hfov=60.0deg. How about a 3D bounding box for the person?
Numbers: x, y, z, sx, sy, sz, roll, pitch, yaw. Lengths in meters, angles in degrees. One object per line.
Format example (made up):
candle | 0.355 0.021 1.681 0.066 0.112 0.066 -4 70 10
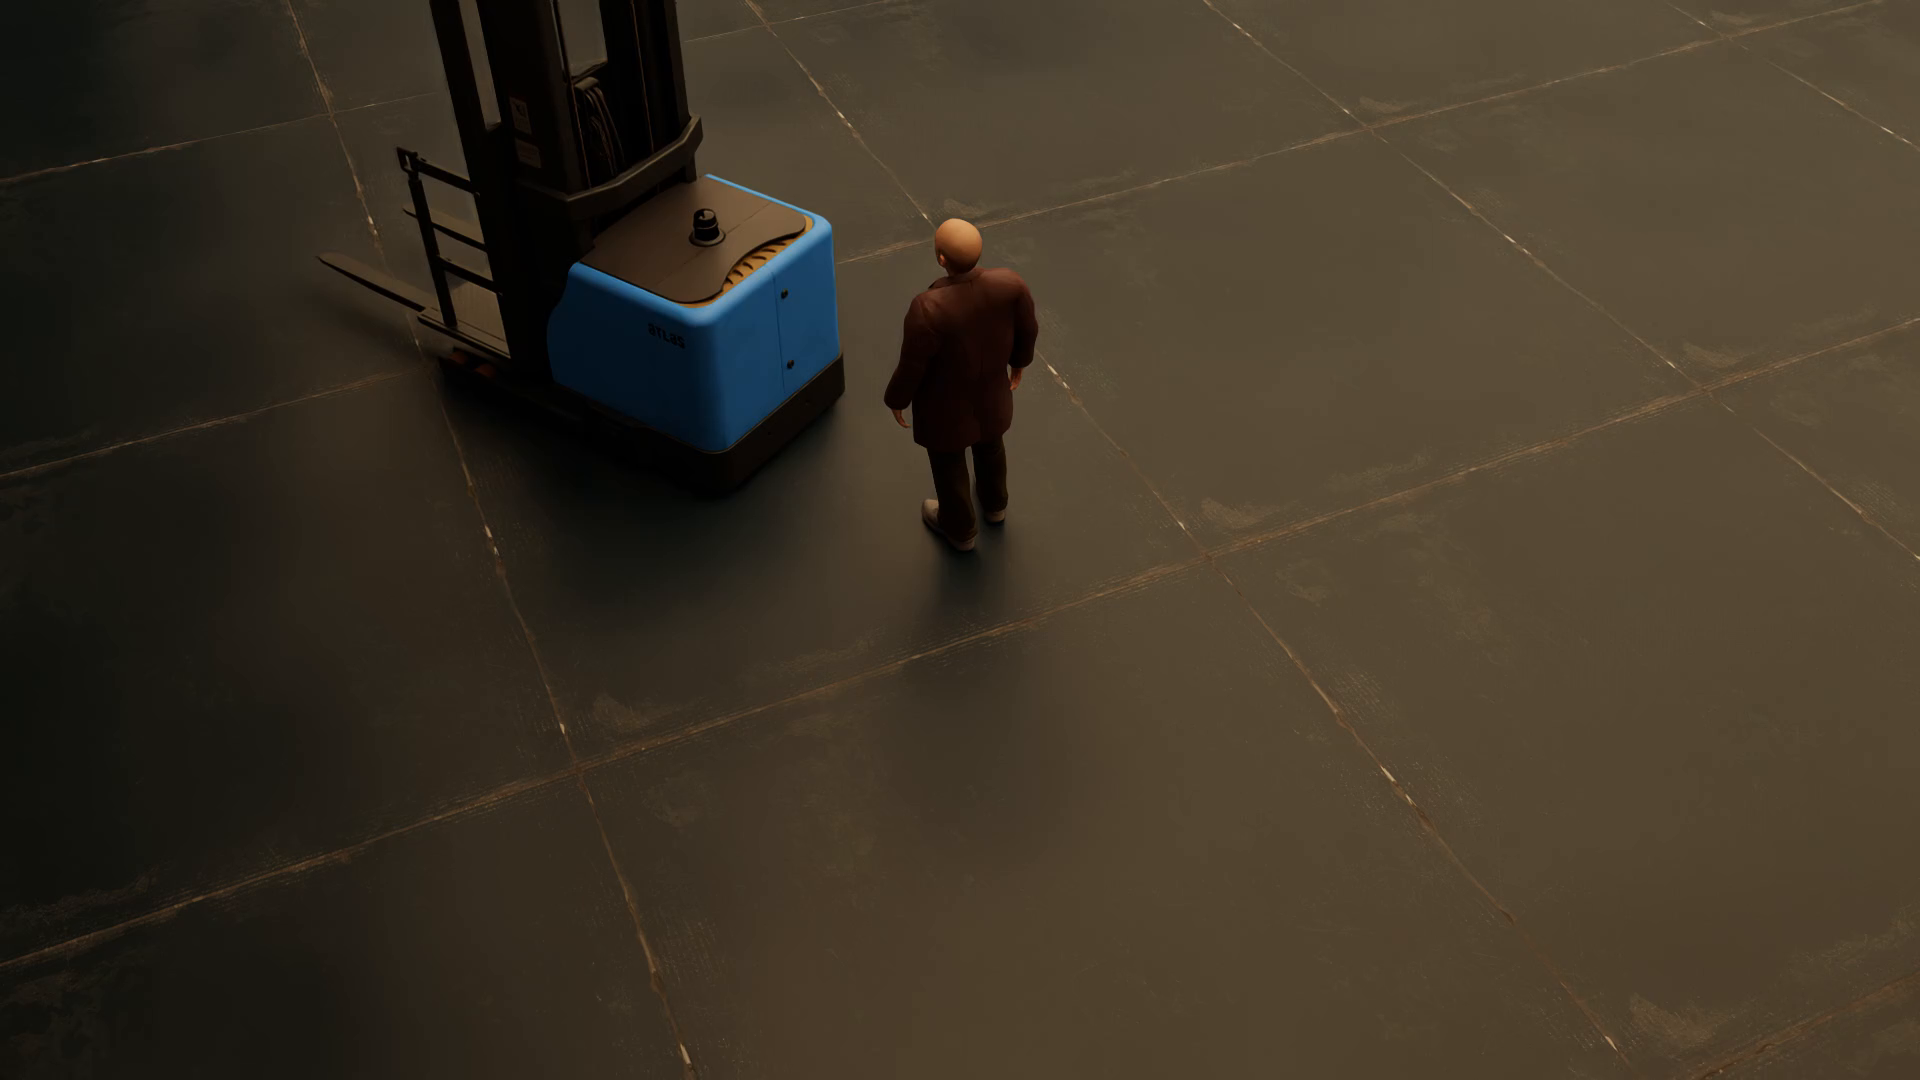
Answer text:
person | -0.034 -0.712 7.279 0.694 1.775 0.582 -18 46 -18

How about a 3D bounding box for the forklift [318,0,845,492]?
forklift | -2.102 -2.092 7.922 3.031 2.935 1.130 24 48 24
